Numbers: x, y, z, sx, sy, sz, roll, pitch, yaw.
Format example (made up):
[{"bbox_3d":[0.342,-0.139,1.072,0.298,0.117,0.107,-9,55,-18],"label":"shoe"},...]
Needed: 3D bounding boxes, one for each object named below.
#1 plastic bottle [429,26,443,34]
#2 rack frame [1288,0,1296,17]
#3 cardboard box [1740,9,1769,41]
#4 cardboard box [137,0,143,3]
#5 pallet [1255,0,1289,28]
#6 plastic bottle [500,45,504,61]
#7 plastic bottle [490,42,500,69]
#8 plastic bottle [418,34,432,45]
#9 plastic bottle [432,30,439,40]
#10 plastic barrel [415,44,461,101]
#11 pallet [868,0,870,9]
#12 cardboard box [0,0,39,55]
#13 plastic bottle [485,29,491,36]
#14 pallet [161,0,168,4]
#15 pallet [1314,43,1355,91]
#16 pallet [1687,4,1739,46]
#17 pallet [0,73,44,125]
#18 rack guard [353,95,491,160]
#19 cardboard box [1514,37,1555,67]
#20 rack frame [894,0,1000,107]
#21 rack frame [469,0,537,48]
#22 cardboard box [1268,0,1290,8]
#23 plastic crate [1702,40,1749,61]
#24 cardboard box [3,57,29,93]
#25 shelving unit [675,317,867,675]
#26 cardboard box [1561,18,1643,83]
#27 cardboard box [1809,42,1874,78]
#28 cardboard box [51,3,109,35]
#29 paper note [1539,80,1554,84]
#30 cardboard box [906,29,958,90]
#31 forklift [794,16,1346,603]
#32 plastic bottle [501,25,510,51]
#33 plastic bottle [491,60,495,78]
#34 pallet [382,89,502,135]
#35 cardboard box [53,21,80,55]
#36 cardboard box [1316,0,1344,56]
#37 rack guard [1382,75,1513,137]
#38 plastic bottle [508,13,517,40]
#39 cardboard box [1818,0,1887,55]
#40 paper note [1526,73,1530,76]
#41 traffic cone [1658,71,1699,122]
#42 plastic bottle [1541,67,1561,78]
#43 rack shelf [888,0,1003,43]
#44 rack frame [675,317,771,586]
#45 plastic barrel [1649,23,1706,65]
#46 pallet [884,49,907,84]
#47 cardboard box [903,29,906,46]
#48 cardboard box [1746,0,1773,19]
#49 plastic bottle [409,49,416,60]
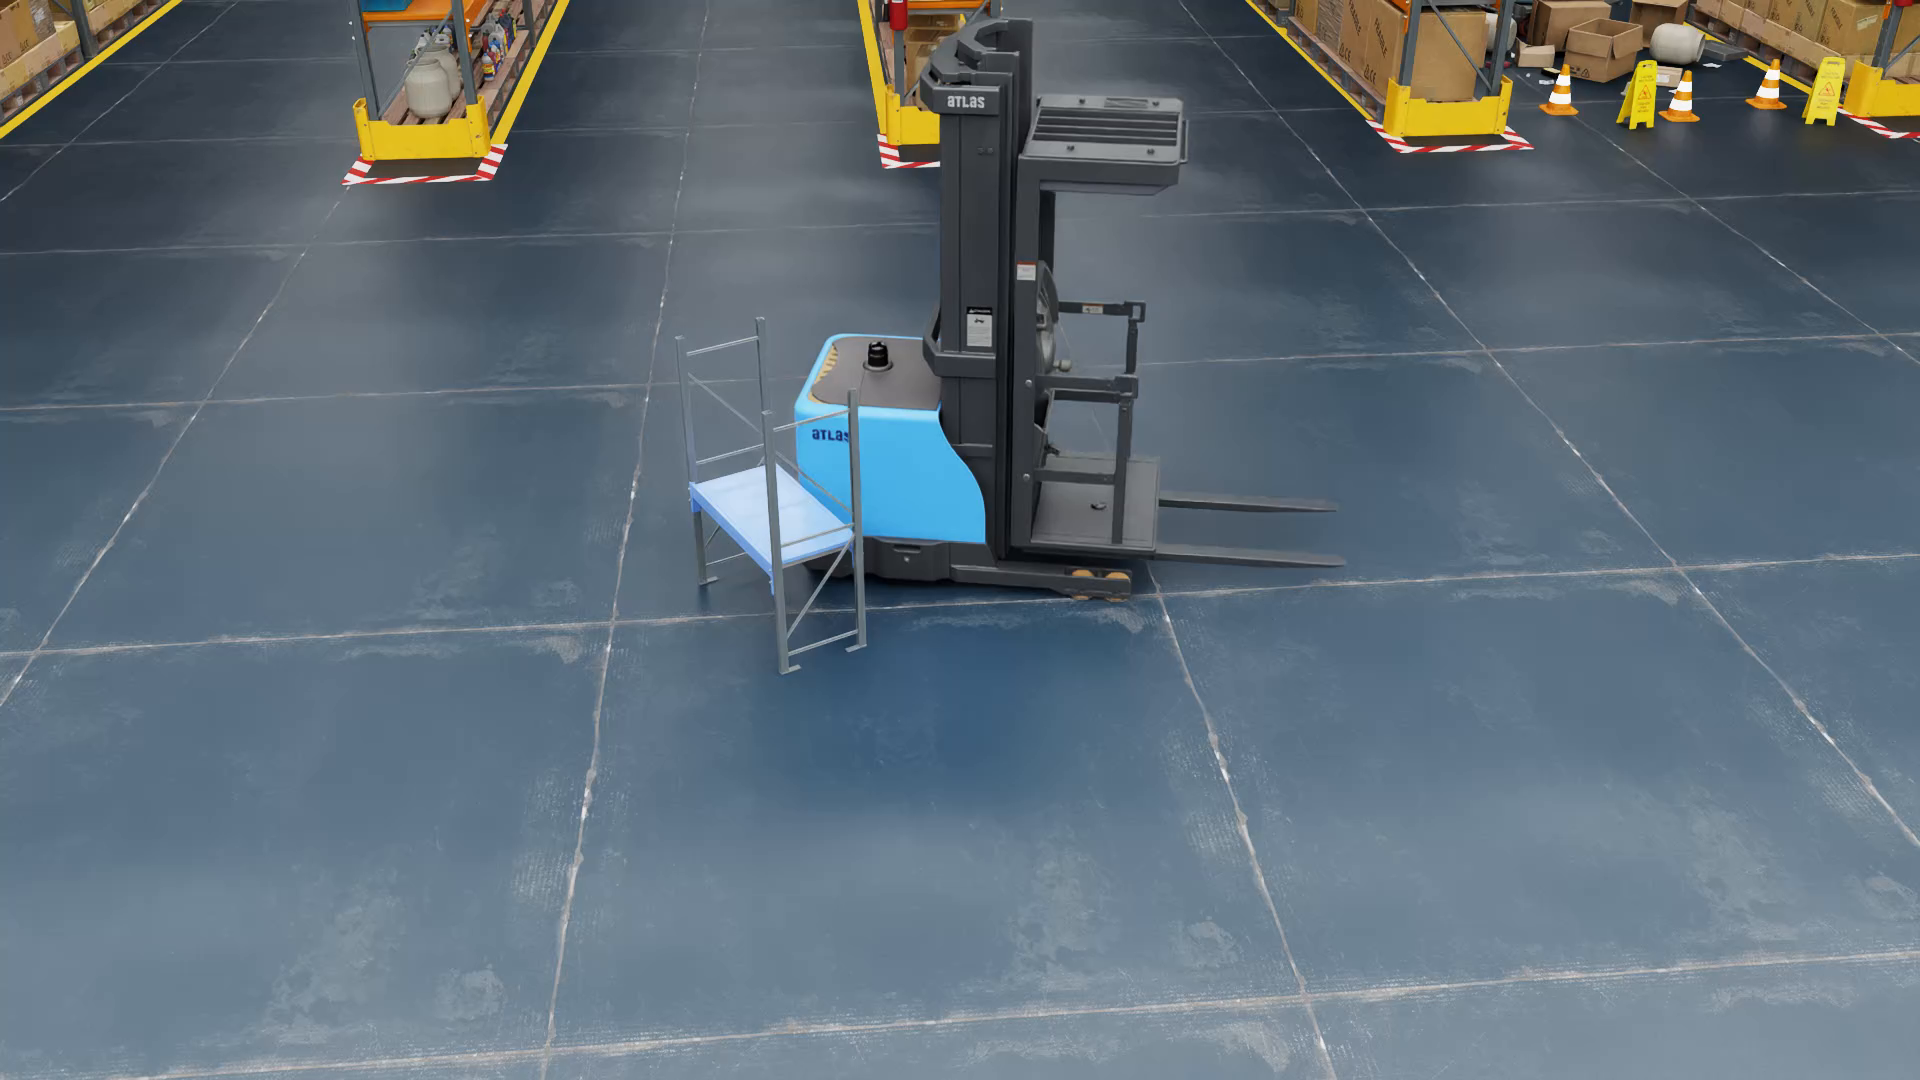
[{"bbox_3d":[-5.752,-5.531,18.239,0.144,0.351,0.185,-4,31,-7],"label":"plastic bottle"},{"bbox_3d":[4.447,-7.431,19.266,1.000,3.000,0.127,-3,31,-5],"label":"rack frame"},{"bbox_3d":[9.265,-5.863,18.912,0.500,0.250,0.500,-3,31,-5],"label":"cardboard box"},{"bbox_3d":[-10.299,-6.775,20.440,0.500,0.250,0.500,-2,31,-4],"label":"cardboard box"},{"bbox_3d":[4.300,-6.624,20.635,1.003,0.211,1.213,-3,31,-5],"label":"pallet"},{"bbox_3d":[-4.987,-5.275,17.957,0.097,0.201,0.097,0,31,0],"label":"plastic bottle"},{"bbox_3d":[-4.959,-5.150,17.678,0.097,0.271,0.097,0,31,0],"label":"plastic bottle"},{"bbox_3d":[-5.695,-5.219,17.717,0.144,0.351,0.185,-2,31,-3],"label":"plastic bottle"},{"bbox_3d":[-5.701,-5.424,18.137,0.097,0.271,0.097,0,31,0],"label":"plastic bottle"},{"bbox_3d":[-5.243,-4.666,16.653,0.421,0.512,0.421,0,31,0],"label":"plastic barrel"},{"bbox_3d":[-0.692,-7.070,21.380,1.003,0.211,1.213,-3,31,-5],"label":"pallet"},{"bbox_3d":[-10.018,-5.357,17.334,0.500,0.500,0.500,-3,31,-5],"label":"cardboard box"},{"bbox_3d":[-5.137,-5.435,18.143,0.061,0.283,0.133,-3,31,-5],"label":"plastic bottle"},{"bbox_3d":[-10.700,-7.195,21.591,1.003,0.211,1.213,-3,31,-5],"label":"pallet"},{"bbox_3d":[4.557,-5.218,18.280,1.003,0.211,1.213,-3,31,-5],"label":"pallet"},{"bbox_3d":[9.464,-6.182,19.893,1.003,0.211,1.213,-3,31,-5],"label":"pallet"},{"bbox_3d":[-10.215,-4.543,17.150,1.003,0.211,1.213,-3,31,-5],"label":"pallet"},{"bbox_3d":[-5.112,-3.929,15.841,1.175,0.500,0.348,-3,31,-5],"label":"rack guard"},{"bbox_3d":[6.441,-5.468,18.646,0.396,0.266,0.258,2,31,4],"label":"cardboard box"},{"bbox_3d":[-0.127,-5.203,15.536,1.000,3.000,0.127,-3,31,-5],"label":"rack frame"},{"bbox_3d":[-5.432,-7.008,18.557,1.000,3.000,0.127,-3,31,-5],"label":"rack frame"},{"bbox_3d":[4.299,-6.958,20.259,1.050,0.750,0.750,-3,31,-5],"label":"cardboard box"},{"bbox_3d":[8.696,-5.626,19.090,0.402,0.080,0.583,-14,33,-22],"label":"plastic crate"},{"bbox_3d":[-9.958,-4.780,17.100,0.500,0.250,0.500,-3,31,-5],"label":"cardboard box"},{"bbox_3d":[-0.983,-0.241,8.691,0.538,1.500,1.048,-18,35,-27],"label":"shelving unit"},{"bbox_3d":[7.055,-5.382,18.269,0.637,0.503,0.797,27,40,37],"label":"cardboard box"},{"bbox_3d":[9.394,-5.090,17.618,0.500,0.250,0.500,-3,31,-5],"label":"cardboard box"},{"bbox_3d":[-10.155,-5.990,19.125,0.500,0.250,0.500,-3,31,-6],"label":"cardboard box"},{"bbox_3d":[6.368,-4.974,18.050,0.144,0.017,0.142,8,32,13],"label":"paper note"},{"bbox_3d":[-0.259,-4.933,17.112,0.500,0.500,0.500,5,31,8],"label":"cardboard box"},{"bbox_3d":[0.654,-1.204,8.907,3.031,2.935,1.130,4,31,6],"label":"forklift"},{"bbox_3d":[-5.010,-5.536,18.314,0.061,0.283,0.133,-1,31,-1],"label":"plastic bottle"},{"bbox_3d":[-4.927,-4.947,17.406,0.097,0.201,0.097,0,31,0],"label":"plastic bottle"},{"bbox_3d":[-5.183,-4.220,16.609,1.003,0.211,1.213,-3,31,-5],"label":"pallet"},{"bbox_3d":[-10.103,-5.546,18.382,0.500,0.250,0.500,-3,31,-5],"label":"cardboard box"},{"bbox_3d":[4.524,-5.915,18.390,0.875,0.875,0.875,-3,31,-4],"label":"cardboard box"},{"bbox_3d":[4.823,-4.304,16.468,1.175,0.500,0.348,-3,31,-5],"label":"rack guard"},{"bbox_3d":[-5.059,-5.801,18.756,0.061,0.283,0.133,-1,31,-2],"label":"plastic bottle"},{"bbox_3d":[9.405,-5.396,17.400,0.500,0.500,0.500,-3,31,-4],"label":"cardboard box"},{"bbox_3d":[6.261,-5.123,18.317,0.032,0.001,0.123,13,33,21],"label":"paper note"},{"bbox_3d":[7.341,-4.520,16.865,0.336,0.463,0.334,-3,31,-5],"label":"traffic cone"},{"bbox_3d":[6.503,-5.153,18.318,0.133,0.061,0.283,-14,33,-22],"label":"plastic bottle"},{"bbox_3d":[-0.314,-5.915,17.430,1.077,0.370,4.000,-3,31,-5],"label":"rack shelf"},{"bbox_3d":[-1.251,-0.463,9.062,0.500,1.500,0.032,-18,35,-27],"label":"rack frame"},{"bbox_3d":[8.039,-5.554,18.635,0.512,0.421,0.421,20,36,29],"label":"plastic barrel"},{"bbox_3d":[-0.286,-5.083,18.053,1.003,0.211,1.213,-3,31,-5],"label":"pallet"},{"bbox_3d":[-0.442,-5.854,18.654,0.500,0.500,0.500,7,32,11],"label":"cardboard box"},{"bbox_3d":[9.260,-6.190,18.729,0.500,0.500,0.500,-1,31,-2],"label":"cardboard box"},{"bbox_3d":[-5.696,-4.964,17.355,0.061,0.283,0.133,-2,31,-3],"label":"plastic bottle"}]
